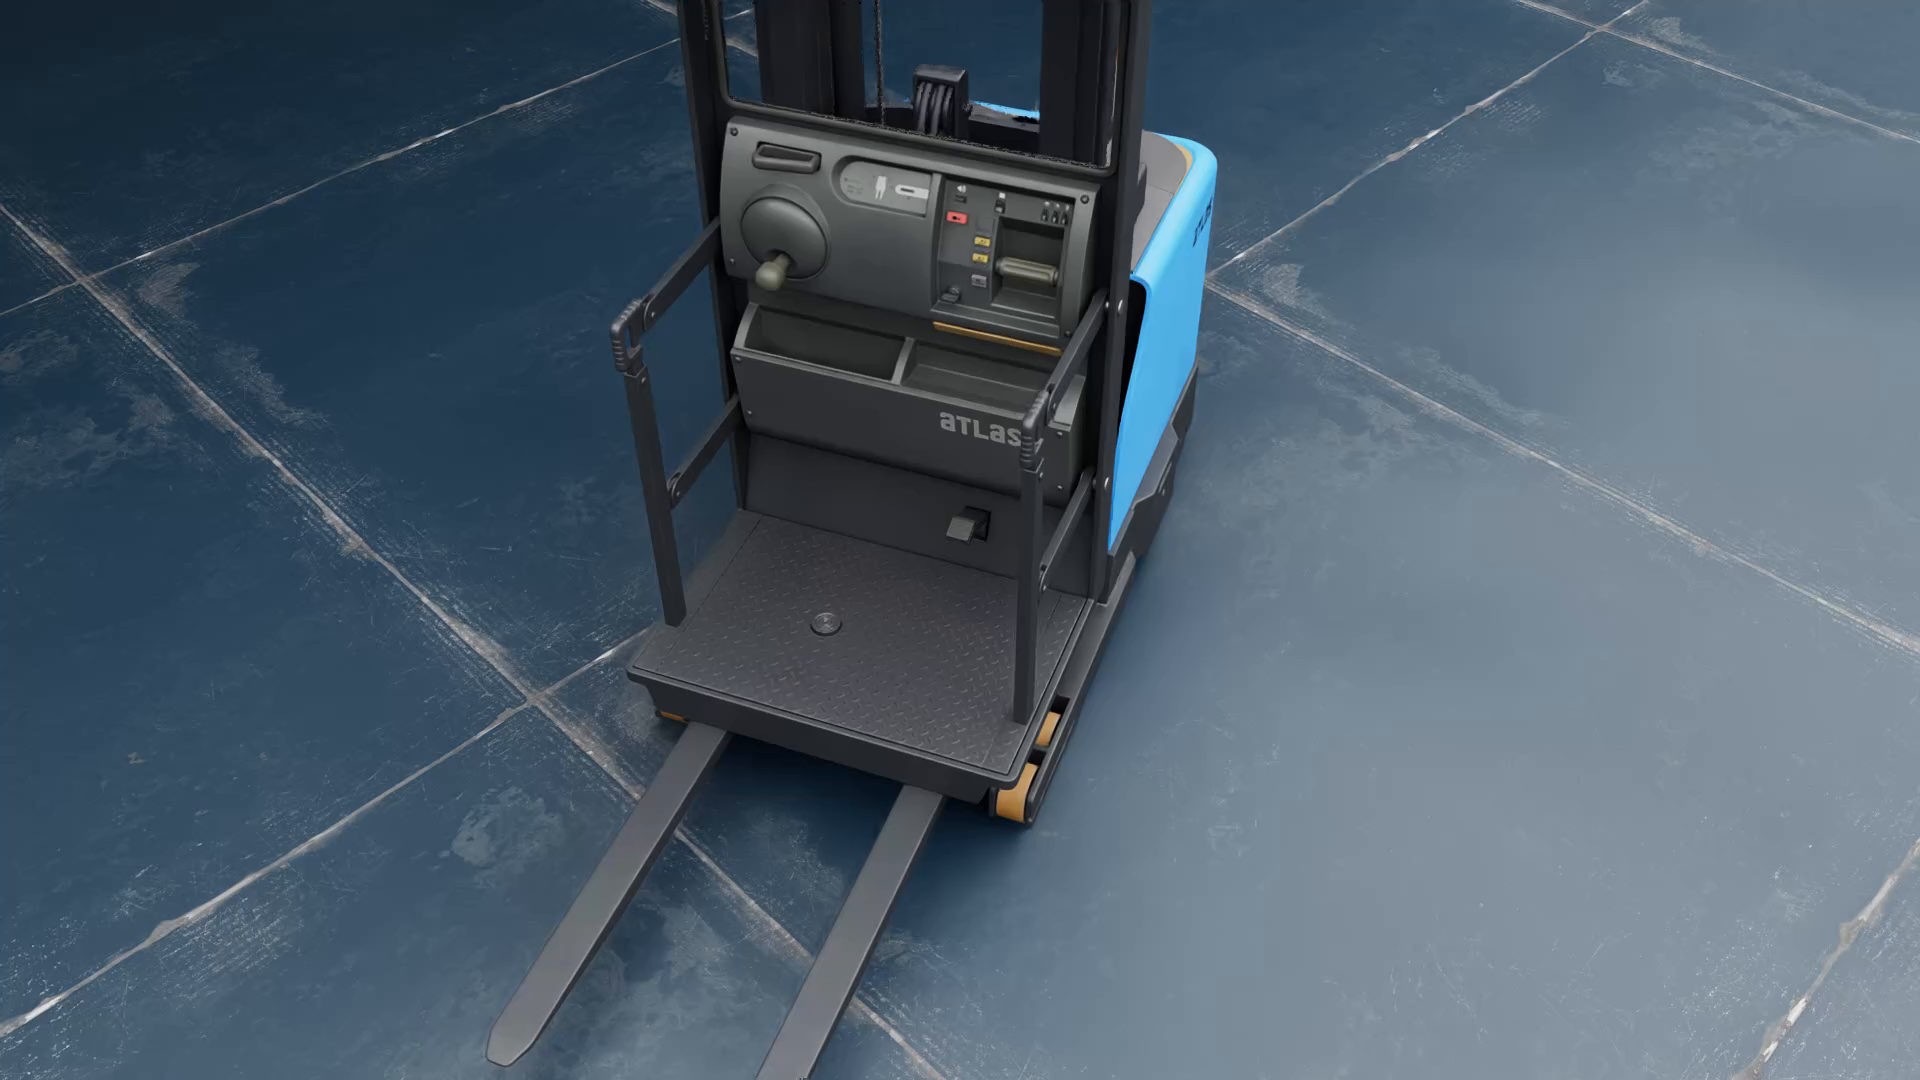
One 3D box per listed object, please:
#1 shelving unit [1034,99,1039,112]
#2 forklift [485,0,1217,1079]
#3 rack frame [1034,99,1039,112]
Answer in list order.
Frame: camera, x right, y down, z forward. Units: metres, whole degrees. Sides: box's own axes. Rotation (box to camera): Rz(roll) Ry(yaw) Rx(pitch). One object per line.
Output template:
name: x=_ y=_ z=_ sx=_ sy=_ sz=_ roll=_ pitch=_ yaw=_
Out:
shelving unit: x=0.381 y=-1.004 z=5.560 sx=0.252 sy=1.050 sz=0.215 roll=14 pitch=44 yaw=15
forklift: x=-0.210 y=-0.649 z=3.792 sx=1.130 sy=2.935 sz=3.031 roll=14 pitch=45 yaw=15
rack frame: x=0.267 y=-1.033 z=5.592 sx=0.008 sy=1.050 sz=0.200 roll=14 pitch=44 yaw=15
